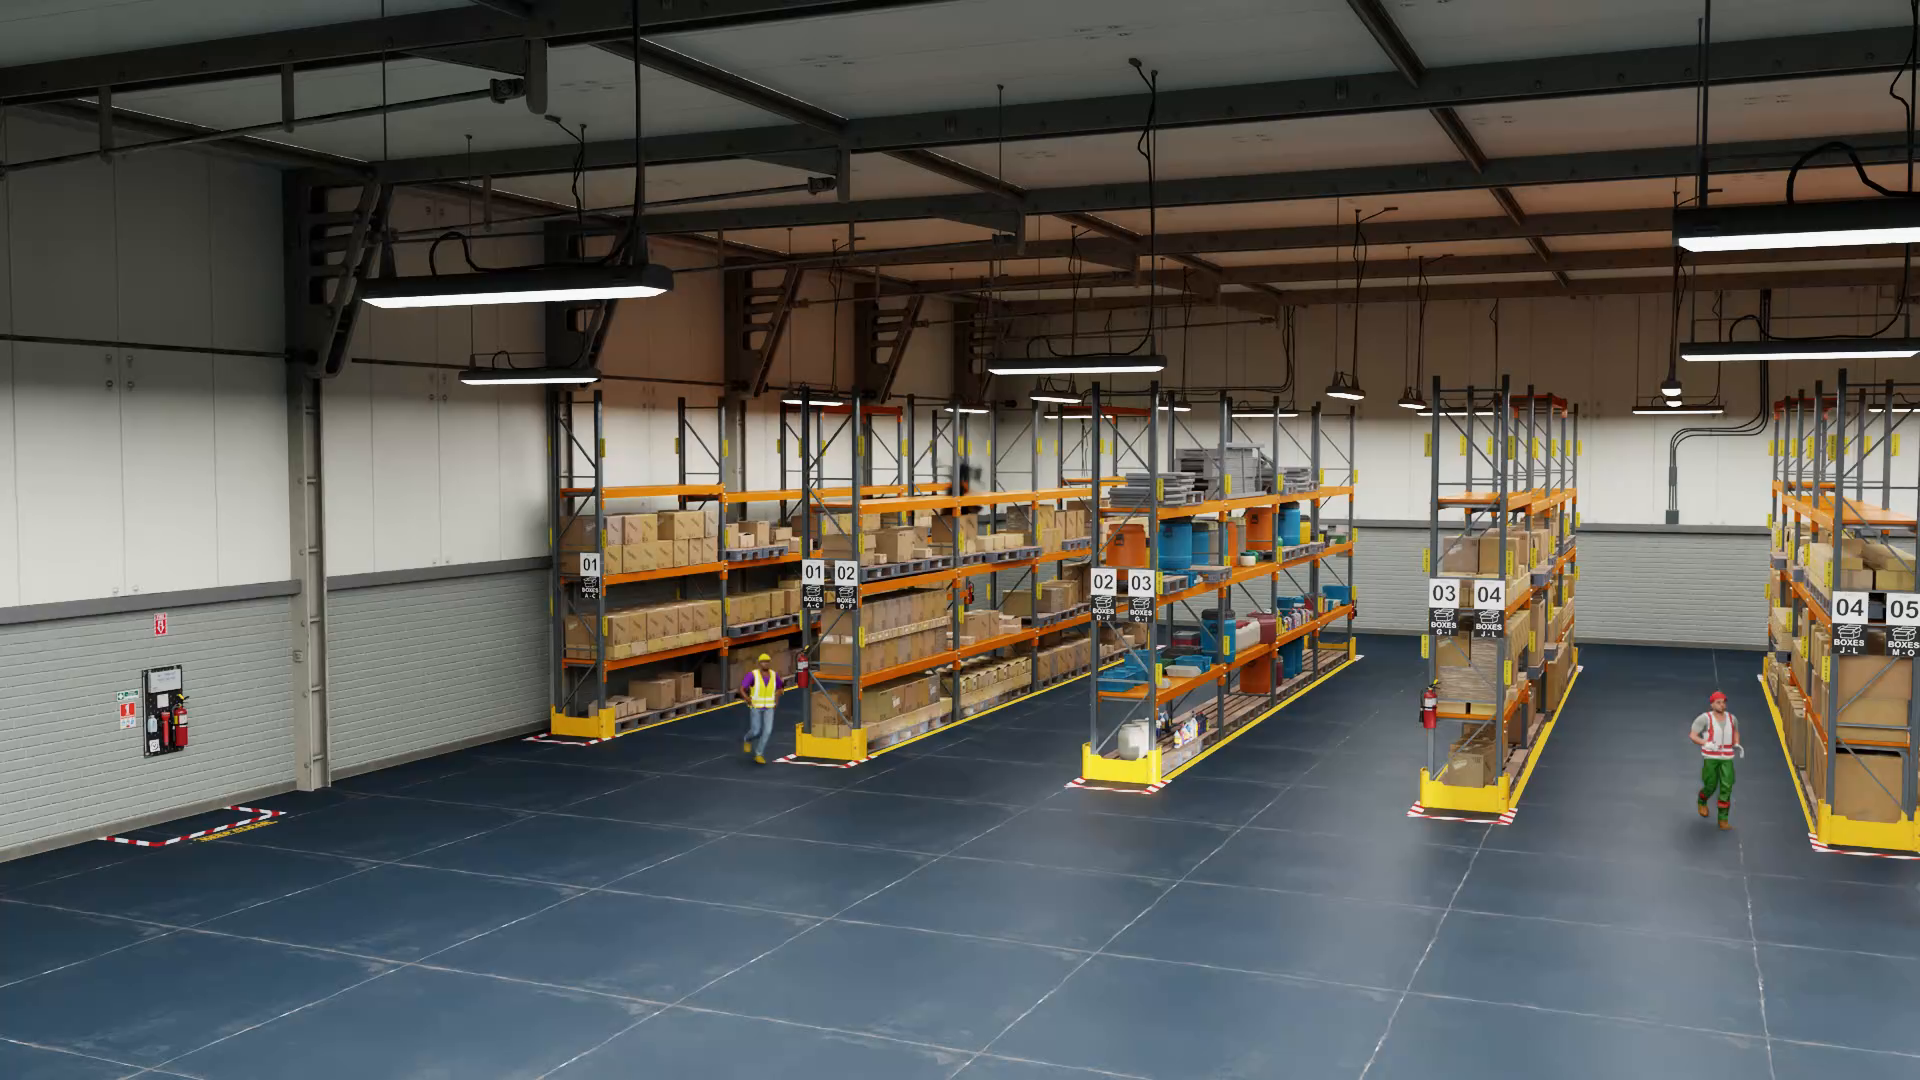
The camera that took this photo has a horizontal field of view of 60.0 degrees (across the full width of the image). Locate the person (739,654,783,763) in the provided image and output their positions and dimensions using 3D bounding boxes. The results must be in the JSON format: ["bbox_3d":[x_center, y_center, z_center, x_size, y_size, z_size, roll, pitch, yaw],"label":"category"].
[{"bbox_3d":[-3.173,2.677,26.669,0.721,1.727,0.651,-1,3,-23],"label":"person"}]

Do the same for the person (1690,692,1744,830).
[{"bbox_3d":[10.026,2.893,22.046,0.680,1.773,0.794,0,3,3],"label":"person"}]
